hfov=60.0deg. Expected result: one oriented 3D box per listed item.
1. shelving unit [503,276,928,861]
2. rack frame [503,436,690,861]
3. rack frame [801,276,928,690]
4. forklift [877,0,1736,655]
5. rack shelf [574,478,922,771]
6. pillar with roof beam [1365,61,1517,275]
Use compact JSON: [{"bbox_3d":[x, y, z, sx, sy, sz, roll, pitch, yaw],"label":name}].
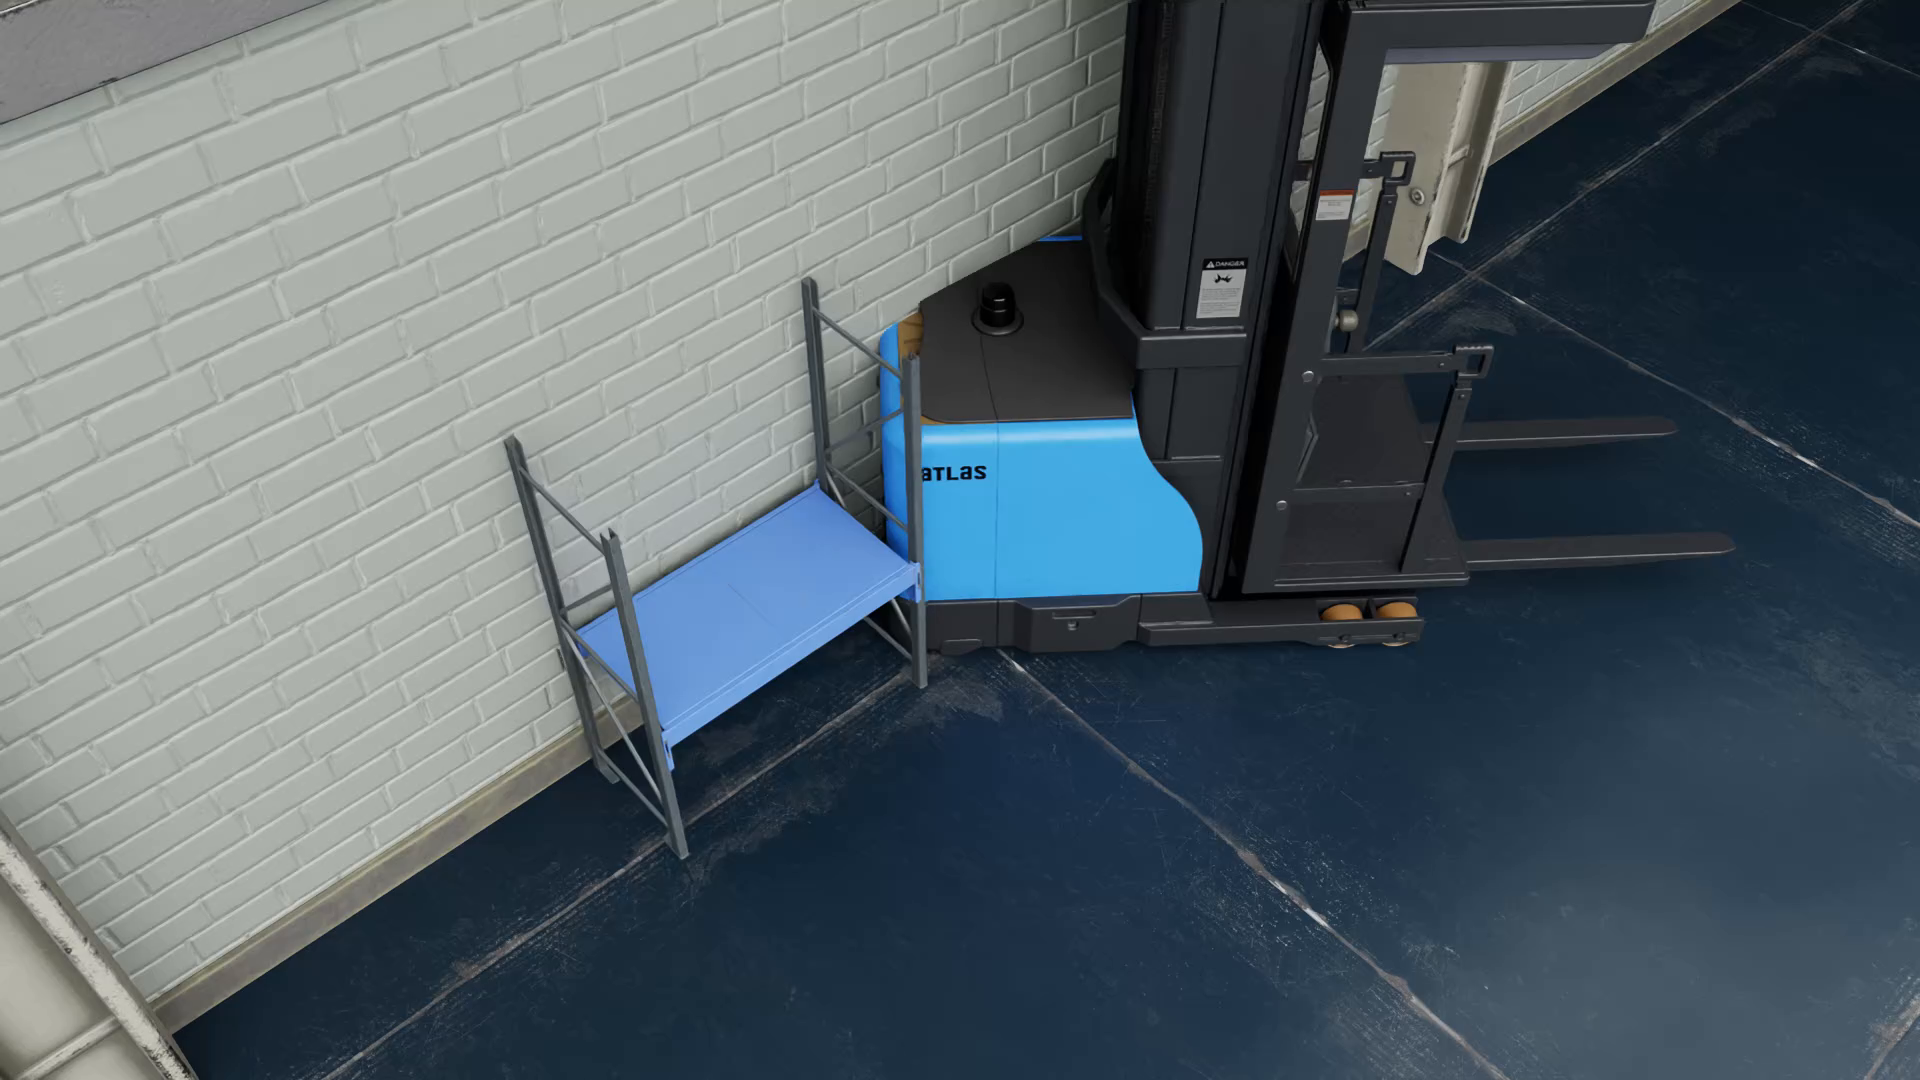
[{"bbox_3d":[-0.669,0.120,5.119,1.048,1.500,0.538,-34,56,-27],"label":"shelving unit"},{"bbox_3d":[-1.045,0.371,4.887,0.032,1.500,0.500,-34,56,-27],"label":"rack frame"},{"bbox_3d":[-0.292,-0.132,5.351,0.032,1.500,0.500,-34,56,-27],"label":"rack frame"},{"bbox_3d":[1.236,-1.001,5.179,3.031,2.935,1.130,-2,47,-2],"label":"forklift"},{"bbox_3d":[-0.669,0.242,5.251,1.000,0.185,0.538,-34,56,-27],"label":"rack shelf"},{"bbox_3d":[4.940,-2.056,2.024,0.400,9.000,9.100,-34,56,-27],"label":"pillar with roof beam"}]
